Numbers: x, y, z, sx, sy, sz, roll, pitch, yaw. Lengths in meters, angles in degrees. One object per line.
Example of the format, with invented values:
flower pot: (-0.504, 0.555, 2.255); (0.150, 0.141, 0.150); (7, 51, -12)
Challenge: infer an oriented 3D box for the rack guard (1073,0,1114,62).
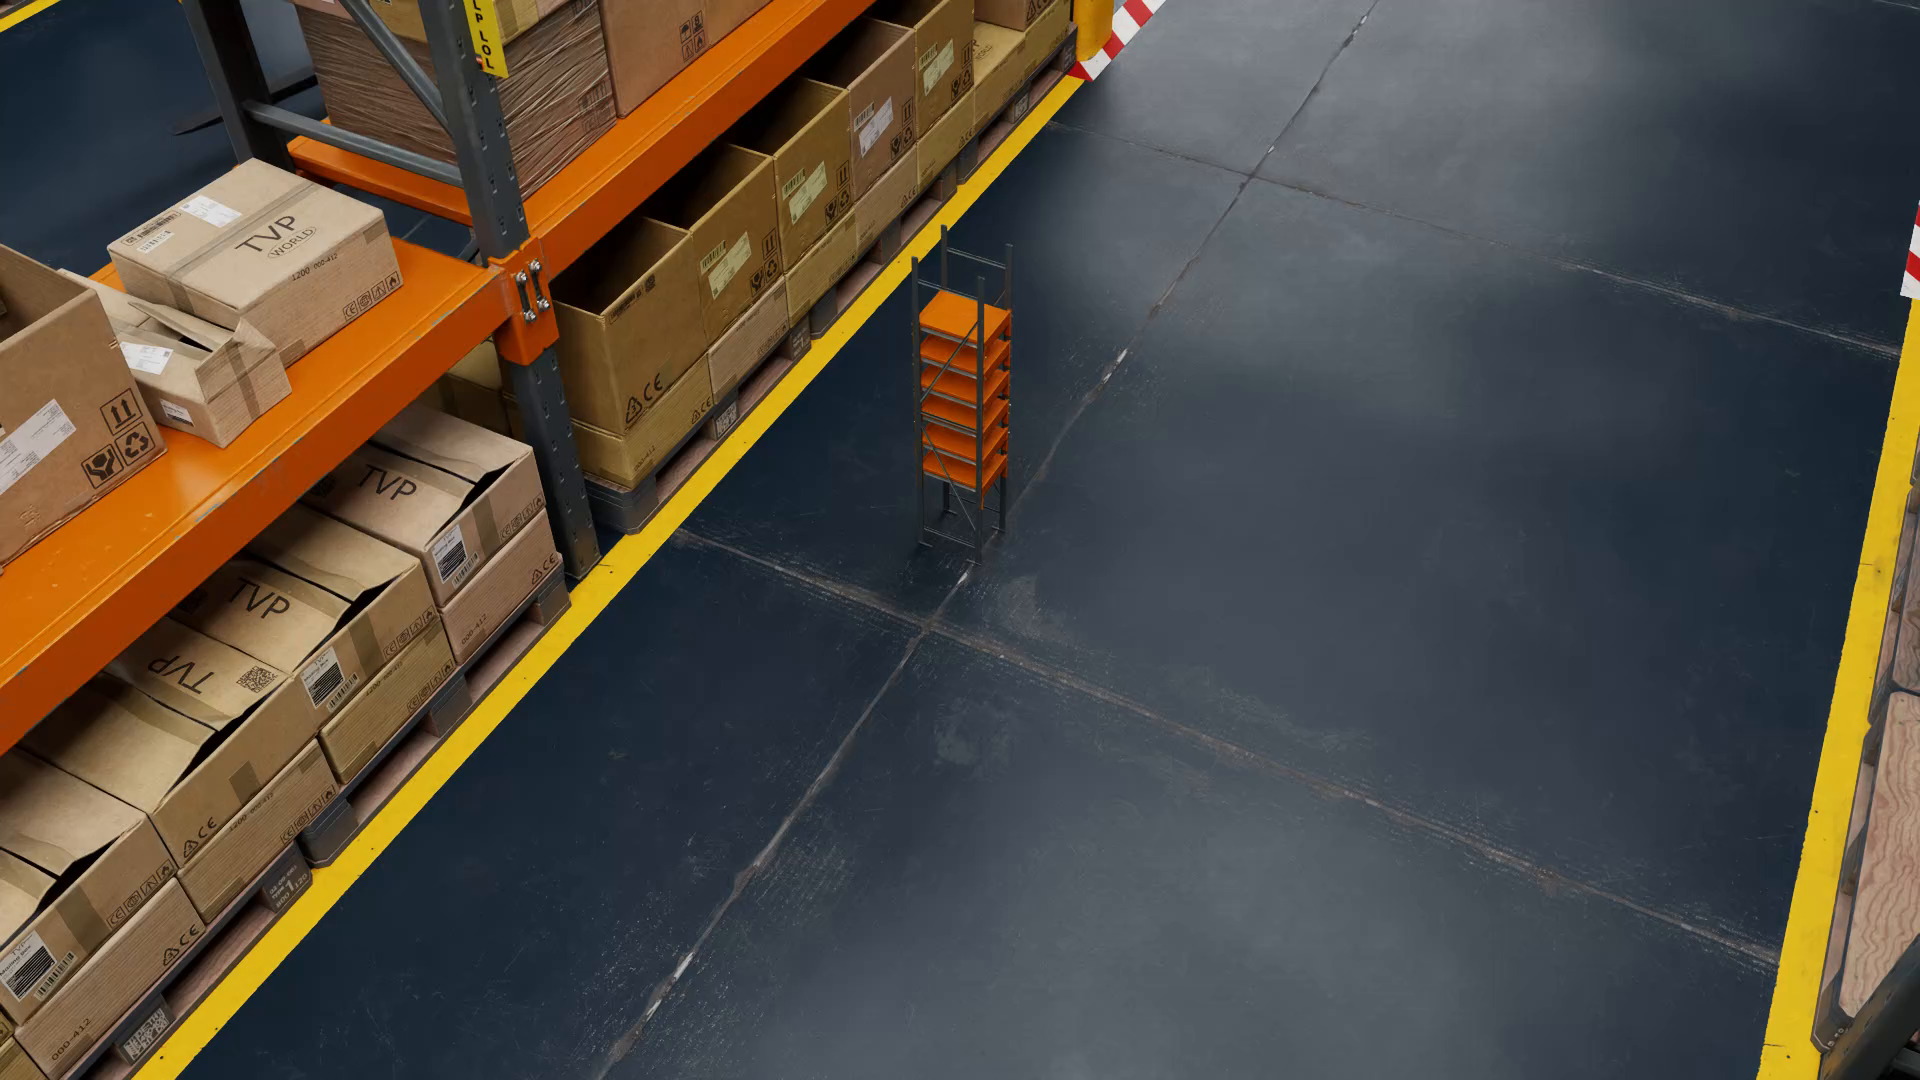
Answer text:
rack guard: (0.174, -2.772, 8.138); (1.175, 0.500, 0.348); (20, 49, 19)

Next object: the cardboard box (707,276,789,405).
cardboard box: (-0.974, -0.802, 6.071); (0.500, 0.250, 0.500); (20, 49, 19)

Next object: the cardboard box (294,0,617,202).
cardboard box: (-1.494, -1.432, 4.986); (0.700, 0.500, 0.500); (19, 48, 18)

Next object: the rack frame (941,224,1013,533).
rack frame: (0.049, -0.489, 5.389); (0.240, 1.200, 0.006); (20, 49, 19)

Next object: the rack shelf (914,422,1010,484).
rack shelf: (0.007, -0.315, 5.449); (0.258, 0.103, 0.180); (20, 49, 19)

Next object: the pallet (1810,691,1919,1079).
pallet: (2.976, 1.063, 4.551); (1.003, 0.211, 1.213); (20, 49, 19)

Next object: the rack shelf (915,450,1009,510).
rack shelf: (0.007, -0.231, 5.535); (0.258, 0.103, 0.180); (20, 49, 19)

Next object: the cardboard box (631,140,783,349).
cardboard box: (-0.977, -1.066, 5.806); (0.500, 0.500, 0.500); (20, 49, 19)

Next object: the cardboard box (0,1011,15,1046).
cardboard box: (-2.573, 1.139, 3.759); (0.500, 0.311, 0.500); (19, 48, 18)

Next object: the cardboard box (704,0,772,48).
cardboard box: (-1.018, -2.081, 5.628); (0.700, 0.500, 0.500); (21, 49, 20)

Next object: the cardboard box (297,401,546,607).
cardboard box: (-1.628, -0.144, 5.027); (0.500, 0.311, 0.500); (20, 49, 19)

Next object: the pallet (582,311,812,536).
pallet: (-1.288, -0.622, 6.217); (1.003, 0.211, 1.213); (20, 49, 19)

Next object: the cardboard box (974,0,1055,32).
cardboard box: (0.177, -2.644, 7.365); (0.500, 0.500, 0.500); (20, 49, 19)

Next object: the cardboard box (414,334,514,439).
cardboard box: (-1.673, -0.661, 5.932); (0.500, 0.250, 0.500); (20, 49, 19)

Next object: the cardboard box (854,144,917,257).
cardboard box: (-0.510, -1.432, 6.694); (0.500, 0.250, 0.500); (20, 49, 19)

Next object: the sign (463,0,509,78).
sign: (-1.209, -1.322, 4.189); (0.100, 0.325, 0.005); (20, 49, 19)

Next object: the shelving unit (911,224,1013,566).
shelving unit: (0.007, -0.431, 5.332); (0.258, 1.200, 0.189); (20, 49, 19)

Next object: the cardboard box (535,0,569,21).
cardboard box: (-1.282, -1.642, 4.738); (0.380, 0.149, 0.250); (21, 49, 20)

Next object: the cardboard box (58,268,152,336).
cardboard box: (-2.287, -0.536, 4.348); (0.380, 0.149, 0.250); (20, 49, 19)

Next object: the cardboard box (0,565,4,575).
cardboard box: (-2.542, -0.025, 3.595); (0.500, 0.500, 0.500); (21, 49, 19)

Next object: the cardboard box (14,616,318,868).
cardboard box: (-2.098, 0.500, 4.391); (0.500, 0.311, 0.500); (20, 49, 19)

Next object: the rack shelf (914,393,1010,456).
rack shelf: (0.007, -0.400, 5.364); (0.258, 0.103, 0.180); (20, 49, 19)

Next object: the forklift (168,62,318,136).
forklift: (-2.166, -3.288, 6.939); (1.130, 2.935, 3.031); (33, 54, 28)

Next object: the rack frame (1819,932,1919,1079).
rack frame: (2.695, 0.518, 3.129); (1.000, 3.000, 0.127); (20, 49, 19)

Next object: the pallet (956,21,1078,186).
pallet: (-0.155, -2.160, 7.736); (1.003, 0.211, 1.213); (20, 49, 19)

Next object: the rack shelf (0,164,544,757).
rack shelf: (-2.623, 0.397, 3.754); (1.077, 0.370, 4.000); (20, 49, 19)

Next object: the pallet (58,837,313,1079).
pallet: (-2.567, 1.113, 4.501); (1.003, 0.211, 1.213); (20, 49, 19)

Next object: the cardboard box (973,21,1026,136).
cardboard box: (-0.046, -2.062, 7.317); (0.500, 0.250, 0.500); (20, 49, 19)

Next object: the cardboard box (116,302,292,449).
cardboard box: (-1.940, -0.454, 4.184); (0.396, 0.266, 0.258); (19, 48, 18)

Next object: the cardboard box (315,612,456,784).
cardboard box: (-1.866, 0.379, 4.905); (0.500, 0.250, 0.500); (20, 49, 18)

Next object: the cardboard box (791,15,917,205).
cardboard box: (-0.507, -1.695, 6.426); (0.500, 0.500, 0.500); (20, 49, 19)

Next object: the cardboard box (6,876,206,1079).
cardboard box: (-2.341, 1.021, 4.270); (0.500, 0.250, 0.500); (21, 49, 20)
